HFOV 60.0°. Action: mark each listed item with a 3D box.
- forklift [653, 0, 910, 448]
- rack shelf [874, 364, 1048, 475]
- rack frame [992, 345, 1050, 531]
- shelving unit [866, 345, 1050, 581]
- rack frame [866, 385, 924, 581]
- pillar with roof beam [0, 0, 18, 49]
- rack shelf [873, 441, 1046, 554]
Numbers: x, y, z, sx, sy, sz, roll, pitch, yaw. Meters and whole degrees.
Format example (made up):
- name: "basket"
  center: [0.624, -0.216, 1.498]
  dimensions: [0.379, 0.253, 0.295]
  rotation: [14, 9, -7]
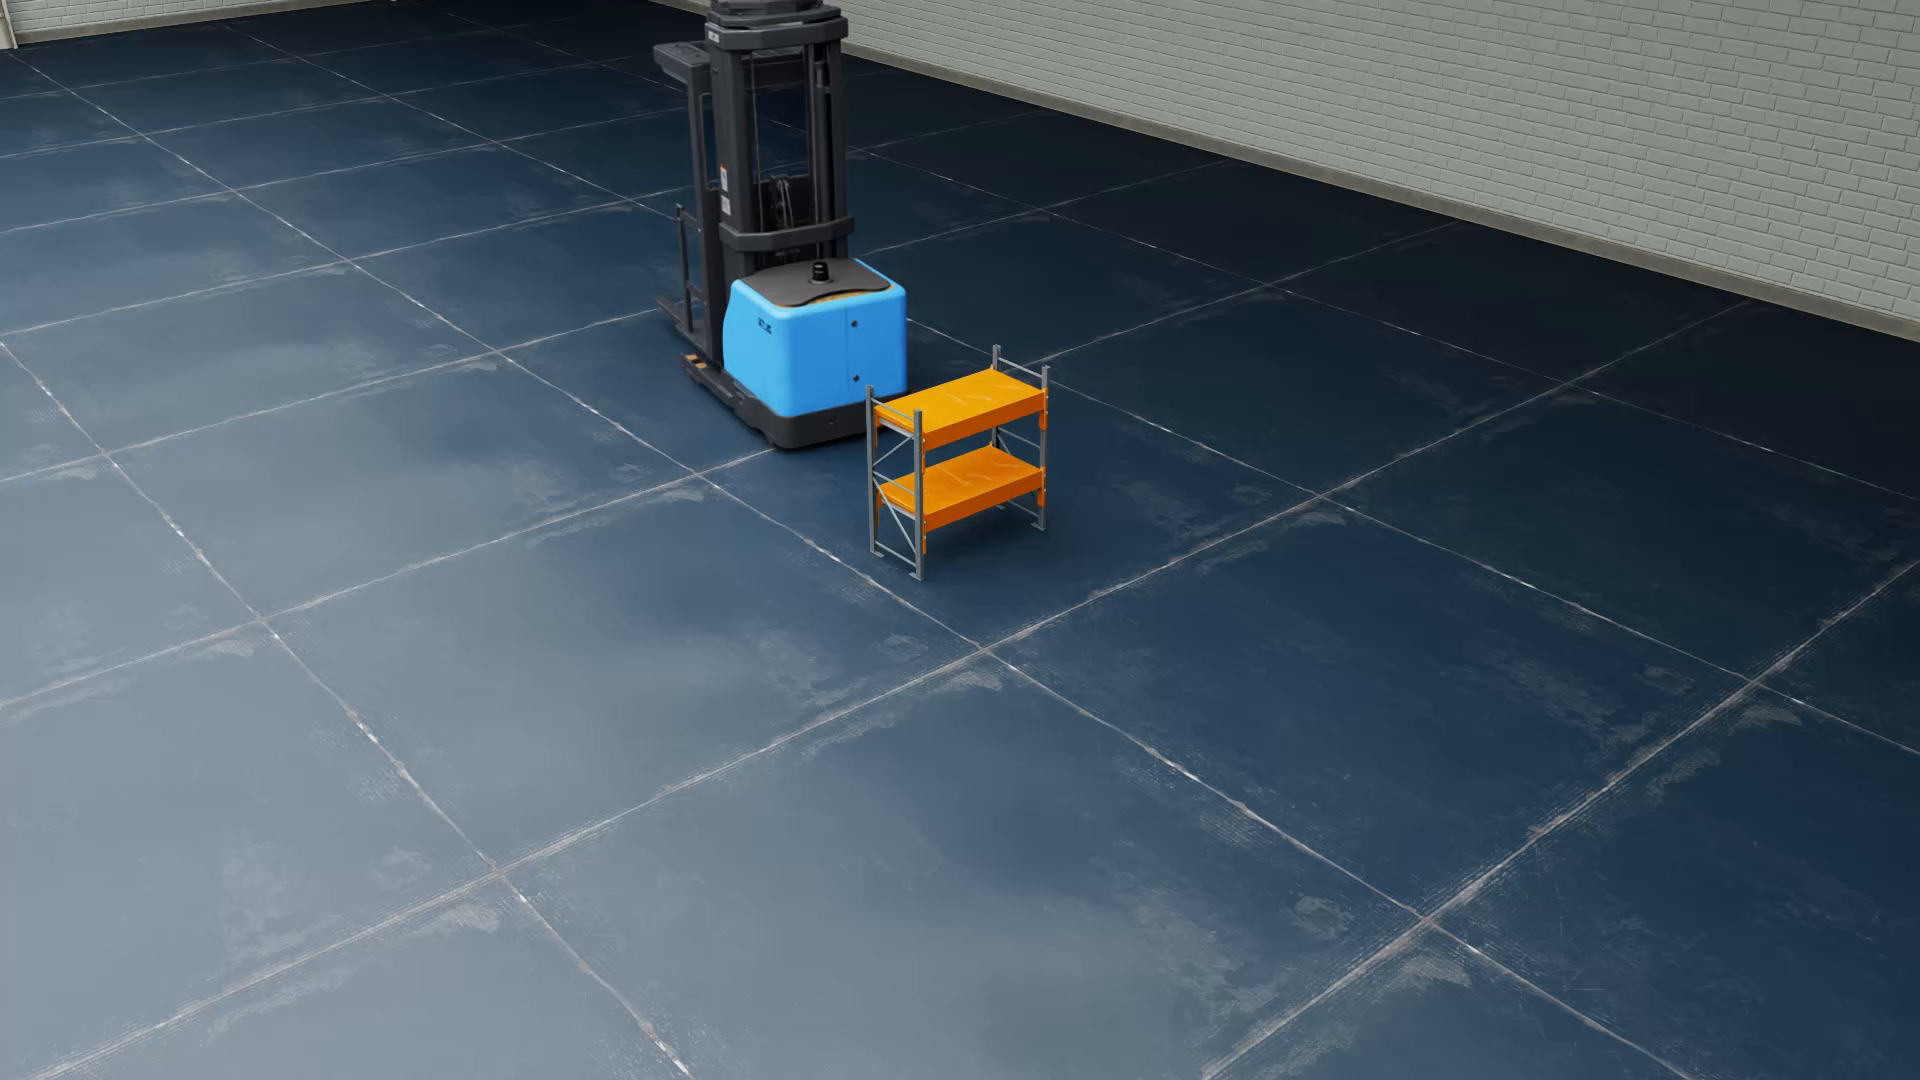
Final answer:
- name: "forklift"
  center: [-1.527, -2.594, 12.353]
  dimensions: [1.130, 2.935, 3.031]
  rotation: [-15, 32, -26]
- name: "rack shelf"
  center: [-0.005, -0.752, 10.201]
  dimensions: [1.000, 0.278, 0.538]
  rotation: [-22, 35, -35]
- name: "rack frame"
  center: [0.382, -0.650, 10.630]
  dimensions: [0.032, 1.125, 0.500]
  rotation: [-22, 35, -35]
- name: "shelving unit"
  center: [-0.005, -0.494, 10.339]
  dimensions: [1.048, 1.125, 0.538]
  rotation: [-22, 35, -35]
- name: "rack frame"
  center: [-0.392, -0.339, 10.048]
  dimensions: [0.032, 1.125, 0.500]
  rotation: [-22, 35, -35]
- name: "pillar with roof beam"
  center: [-10.909, -9.446, 18.736]
  dimensions: [0.400, 9.000, 9.100]
  rotation: [-22, 35, -35]
- name: "rack shelf"
  center: [-0.005, -0.278, 10.455]
  dimensions: [1.000, 0.278, 0.538]
  rotation: [-22, 35, -35]
